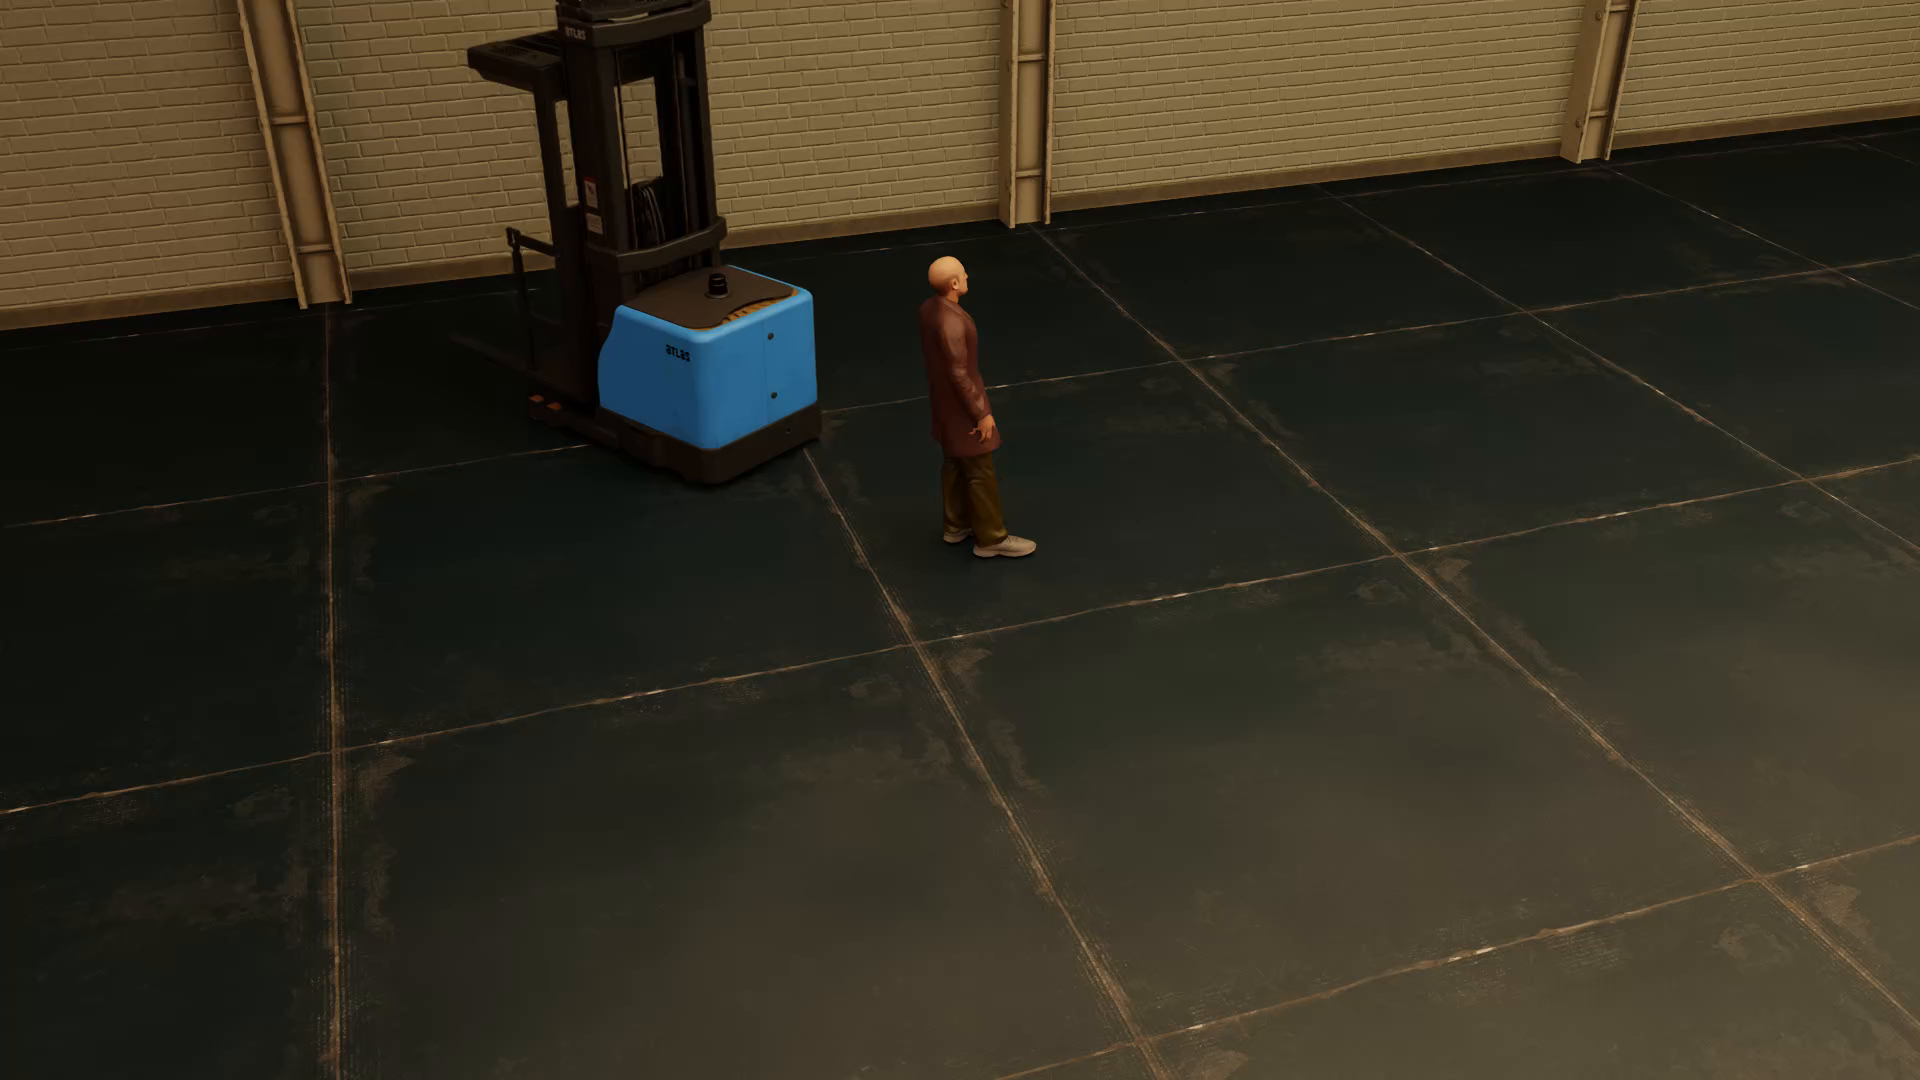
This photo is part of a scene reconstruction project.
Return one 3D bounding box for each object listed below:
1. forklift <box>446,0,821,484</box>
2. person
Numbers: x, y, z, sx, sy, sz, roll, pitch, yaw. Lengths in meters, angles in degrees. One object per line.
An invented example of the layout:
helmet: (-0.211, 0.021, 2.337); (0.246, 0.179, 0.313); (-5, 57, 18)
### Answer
forklift: (-2.387, -2.220, 10.946); (3.031, 2.935, 1.130); (22, 37, 34)
person: (0.088, -0.789, 9.600); (0.582, 1.776, 0.694); (-10, 31, -16)
